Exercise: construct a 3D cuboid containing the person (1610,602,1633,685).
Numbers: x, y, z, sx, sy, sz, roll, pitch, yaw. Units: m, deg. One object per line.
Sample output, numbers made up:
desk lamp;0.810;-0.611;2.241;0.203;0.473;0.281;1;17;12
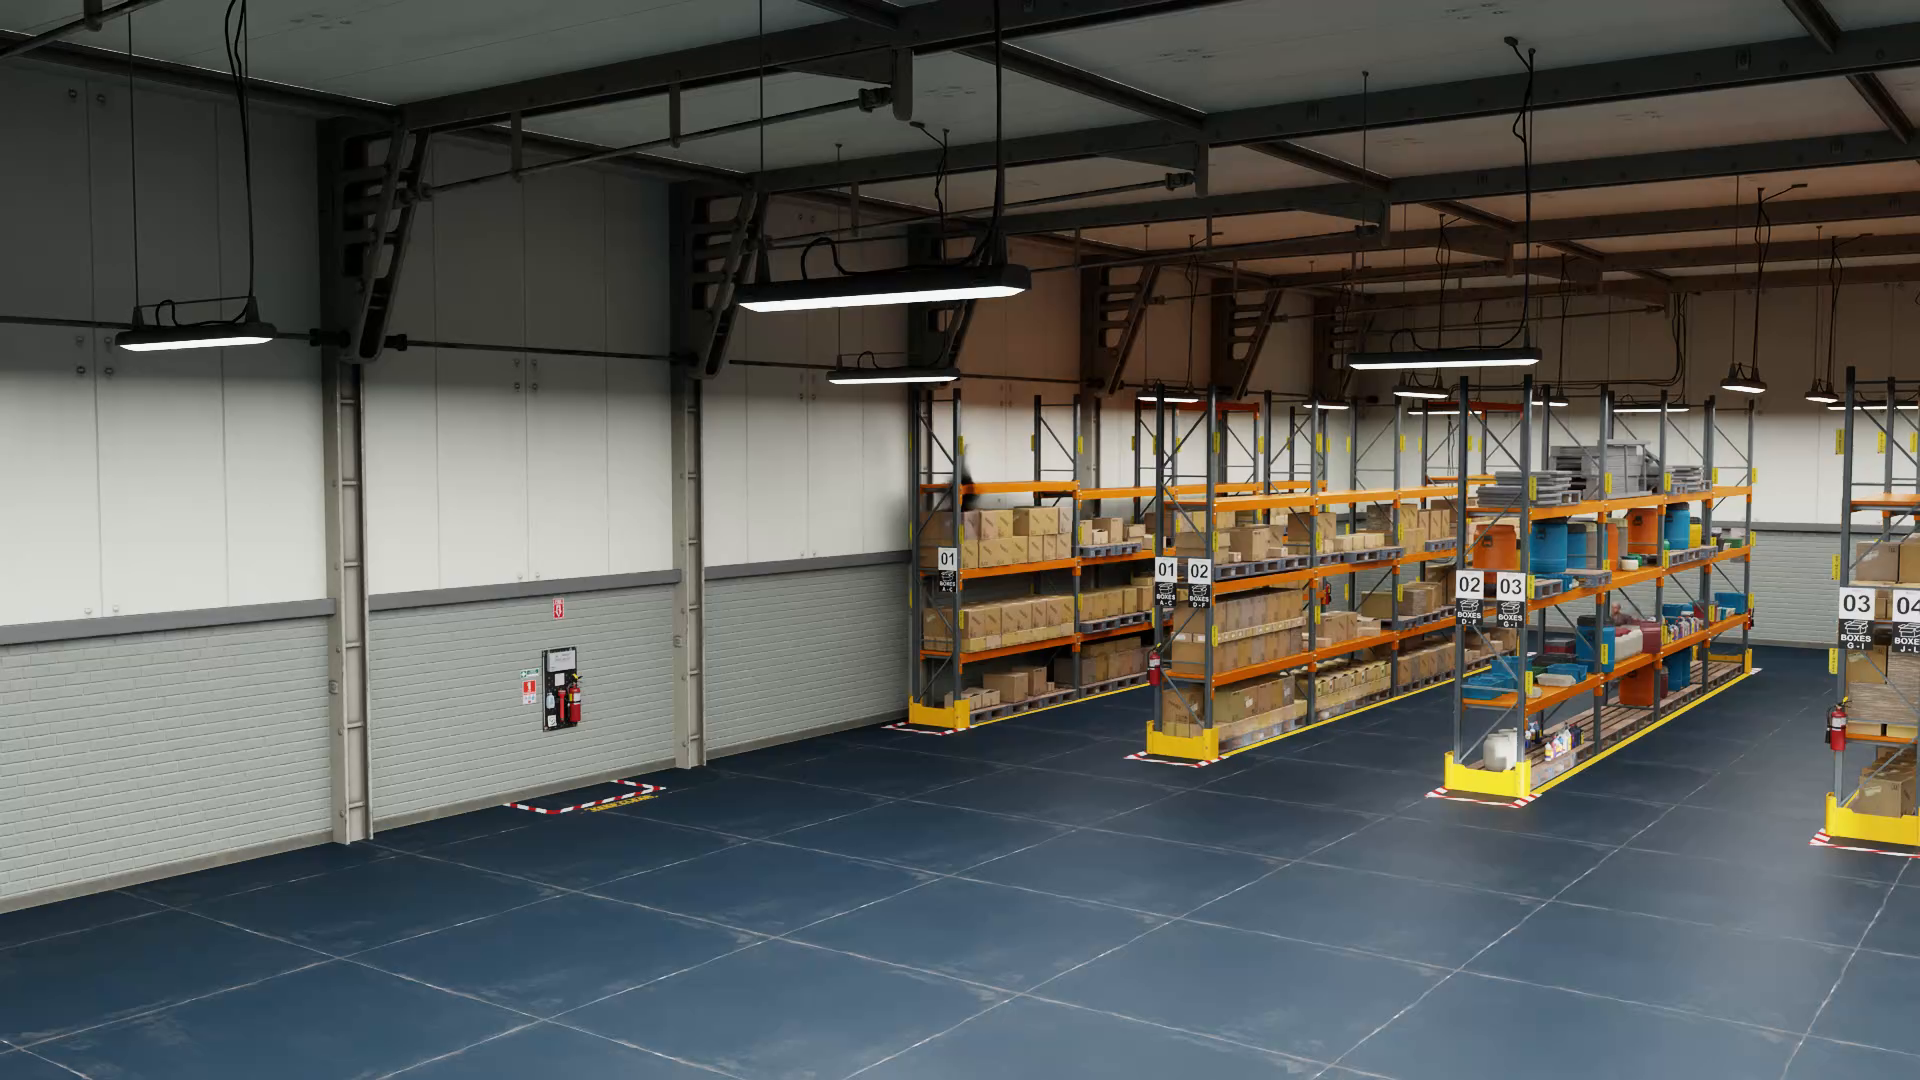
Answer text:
person;13.766;2.160;34.739;0.615;1.735;0.745;-2;4;-34
